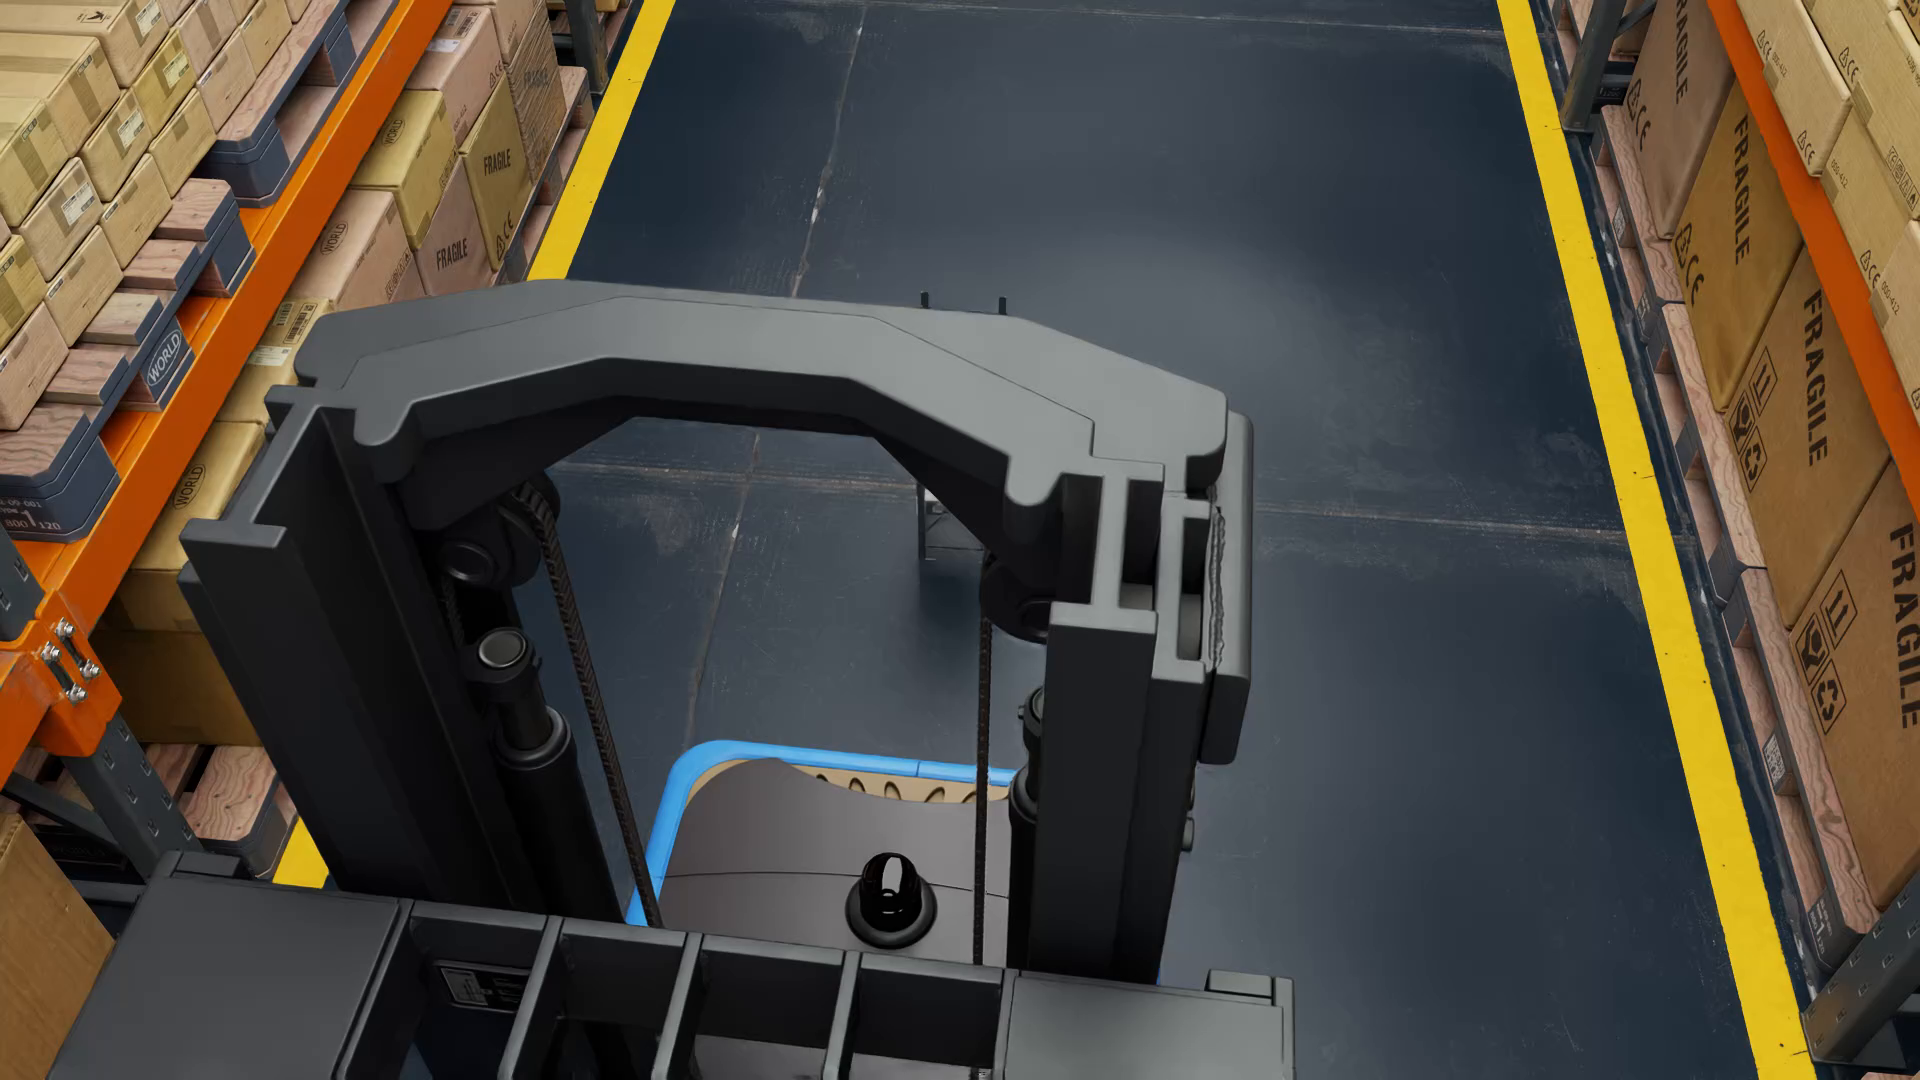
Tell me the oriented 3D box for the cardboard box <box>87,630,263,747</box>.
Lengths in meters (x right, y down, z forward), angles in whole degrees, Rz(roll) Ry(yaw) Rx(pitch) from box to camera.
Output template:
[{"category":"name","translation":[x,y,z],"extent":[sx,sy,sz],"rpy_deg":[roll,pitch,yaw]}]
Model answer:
[{"category":"cardboard box","translation":[-2.030,0.199,4.445],"extent":[0.500,0.500,0.500],"rpy_deg":[2,48,2]}]

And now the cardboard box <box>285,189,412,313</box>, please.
[{"category":"cardboard box","translation":[-1.940,-0.778,4.830],"extent":[0.500,0.250,0.500],"rpy_deg":[4,48,4]}]

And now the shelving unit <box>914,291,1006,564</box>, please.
[{"category":"shelving unit","translation":[0.001,-0.310,4.923],"extent":[0.258,0.900,0.210],"rpy_deg":[4,48,4]}]

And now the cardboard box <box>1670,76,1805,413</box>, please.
[{"category":"cardboard box","translation":[2.904,-0.981,5.269],"extent":[0.875,0.875,0.875],"rpy_deg":[5,48,5]}]

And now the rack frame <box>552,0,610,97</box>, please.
[{"category":"rack frame","translation":[-1.983,-2.940,5.906],"extent":[1.000,3.000,0.127],"rpy_deg":[4,48,4]}]

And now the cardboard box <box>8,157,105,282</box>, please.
[{"category":"cardboard box","translation":[-2.081,-0.699,3.541],"extent":[0.380,0.149,0.250],"rpy_deg":[6,48,5]}]

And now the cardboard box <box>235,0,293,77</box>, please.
[{"category":"cardboard box","translation":[-1.987,-1.347,4.335],"extent":[0.380,0.149,0.250],"rpy_deg":[4,48,4]}]

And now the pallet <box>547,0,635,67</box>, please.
[{"category":"pallet","translation":[-1.958,-2.495,7.389],"extent":[1.003,0.211,1.213],"rpy_deg":[4,48,4]}]

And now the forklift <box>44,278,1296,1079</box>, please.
[{"category":"forklift","translation":[-0.270,1.265,2.106],"extent":[1.130,2.935,3.031],"rpy_deg":[5,48,5]}]

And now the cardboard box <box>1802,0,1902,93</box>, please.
[{"category":"cardboard box","translation":[2.498,-1.369,4.232],"extent":[0.500,0.250,0.500],"rpy_deg":[3,48,2]}]

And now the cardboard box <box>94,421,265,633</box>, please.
[{"category":"cardboard box","translation":[-2.044,-0.042,4.157],"extent":[0.500,0.250,0.500],"rpy_deg":[2,48,2]}]

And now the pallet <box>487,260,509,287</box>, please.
[{"category":"pallet","translation":[-2.162,-0.528,5.590],"extent":[1.003,0.211,1.213],"rpy_deg":[4,48,4]}]

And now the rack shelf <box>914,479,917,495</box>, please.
[{"category":"rack shelf","translation":[0.001,-0.226,5.014],"extent":[0.258,0.077,0.200],"rpy_deg":[4,48,4]}]

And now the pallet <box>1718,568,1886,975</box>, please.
[{"category":"pallet","translation":[2.738,0.625,4.535],"extent":[1.003,0.211,1.213],"rpy_deg":[4,48,4]}]

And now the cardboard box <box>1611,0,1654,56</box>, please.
[{"category":"cardboard box","translation":[3.119,-2.412,6.875],"extent":[0.875,0.438,0.875],"rpy_deg":[3,48,3]}]

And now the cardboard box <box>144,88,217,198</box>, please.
[{"category":"cardboard box","translation":[-2.034,-0.967,3.987],"extent":[0.380,0.149,0.250],"rpy_deg":[6,48,5]}]

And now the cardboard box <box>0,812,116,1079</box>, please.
[{"category":"cardboard box","translation":[-2.493,1.058,3.489],"extent":[1.050,0.750,0.750],"rpy_deg":[3,48,3]}]

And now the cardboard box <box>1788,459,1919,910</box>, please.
[{"category":"cardboard box","translation":[2.736,0.331,4.069],"extent":[0.875,0.875,0.875],"rpy_deg":[3,48,3]}]

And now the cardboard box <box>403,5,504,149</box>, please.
[{"category":"cardboard box","translation":[-1.860,-1.550,5.536],"extent":[0.500,0.250,0.500],"rpy_deg":[6,48,5]}]

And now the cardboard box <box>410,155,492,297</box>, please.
[{"category":"cardboard box","translation":[-1.898,-0.924,5.471],"extent":[0.500,0.500,0.500],"rpy_deg":[3,48,3]}]

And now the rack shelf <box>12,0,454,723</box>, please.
[{"category":"rack shelf","translation":[-2.166,-1.227,4.827],"extent":[1.077,0.370,4.000],"rpy_deg":[4,48,4]}]

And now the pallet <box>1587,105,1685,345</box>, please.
[{"category":"pallet","translation":[2.960,-1.168,6.175],"extent":[1.003,0.211,1.213],"rpy_deg":[4,48,4]}]

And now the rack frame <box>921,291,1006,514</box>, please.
[{"category":"rack frame","translation":[0.010,-0.384,4.992],"extent":[0.240,0.900,0.006],"rpy_deg":[4,48,4]}]

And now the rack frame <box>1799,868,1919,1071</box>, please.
[{"category":"rack frame","translation":[2.591,0.258,2.981],"extent":[1.000,3.000,0.127],"rpy_deg":[4,48,4]}]

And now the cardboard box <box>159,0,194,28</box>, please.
[{"category":"cardboard box","translation":[-2.017,-1.356,3.940],"extent":[0.380,0.149,0.250],"rpy_deg":[6,48,5]}]

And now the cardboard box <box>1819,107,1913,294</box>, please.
[{"category":"cardboard box","translation":[2.471,-0.826,4.074],"extent":[0.500,0.250,0.500],"rpy_deg":[3,48,3]}]

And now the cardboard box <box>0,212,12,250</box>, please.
[{"category":"cardboard box","translation":[-2.113,-0.588,3.238],"extent":[0.380,0.149,0.250],"rpy_deg":[4,48,4]}]

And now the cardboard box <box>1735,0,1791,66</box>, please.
[{"category":"cardboard box","translation":[2.544,-1.569,4.754],"extent":[0.500,0.250,0.500],"rpy_deg":[4,48,3]}]

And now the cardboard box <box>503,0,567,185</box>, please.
[{"category":"cardboard box","translation":[-1.800,-1.677,6.161],"extent":[0.500,0.500,0.500],"rpy_deg":[3,48,3]}]

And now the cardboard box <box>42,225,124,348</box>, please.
[{"category":"cardboard box","translation":[-2.082,-0.570,3.624],"extent":[0.380,0.149,0.250],"rpy_deg":[6,48,5]}]

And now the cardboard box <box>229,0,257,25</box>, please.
[{"category":"cardboard box","translation":[-1.988,-1.446,4.224],"extent":[0.380,0.149,0.250],"rpy_deg":[3,48,3]}]

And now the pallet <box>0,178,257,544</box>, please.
[{"category":"pallet","translation":[-2.389,-0.467,3.774],"extent":[1.213,0.211,1.003],"rpy_deg":[4,48,4]}]

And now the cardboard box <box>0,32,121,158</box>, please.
[{"category":"cardboard box","translation":[-2.064,-0.962,3.580],"extent":[0.380,0.149,0.250],"rpy_deg":[4,48,3]}]

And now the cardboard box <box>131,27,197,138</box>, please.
[{"category":"cardboard box","translation":[-2.038,-1.081,3.890],"extent":[0.380,0.149,0.250],"rpy_deg":[4,48,4]}]
